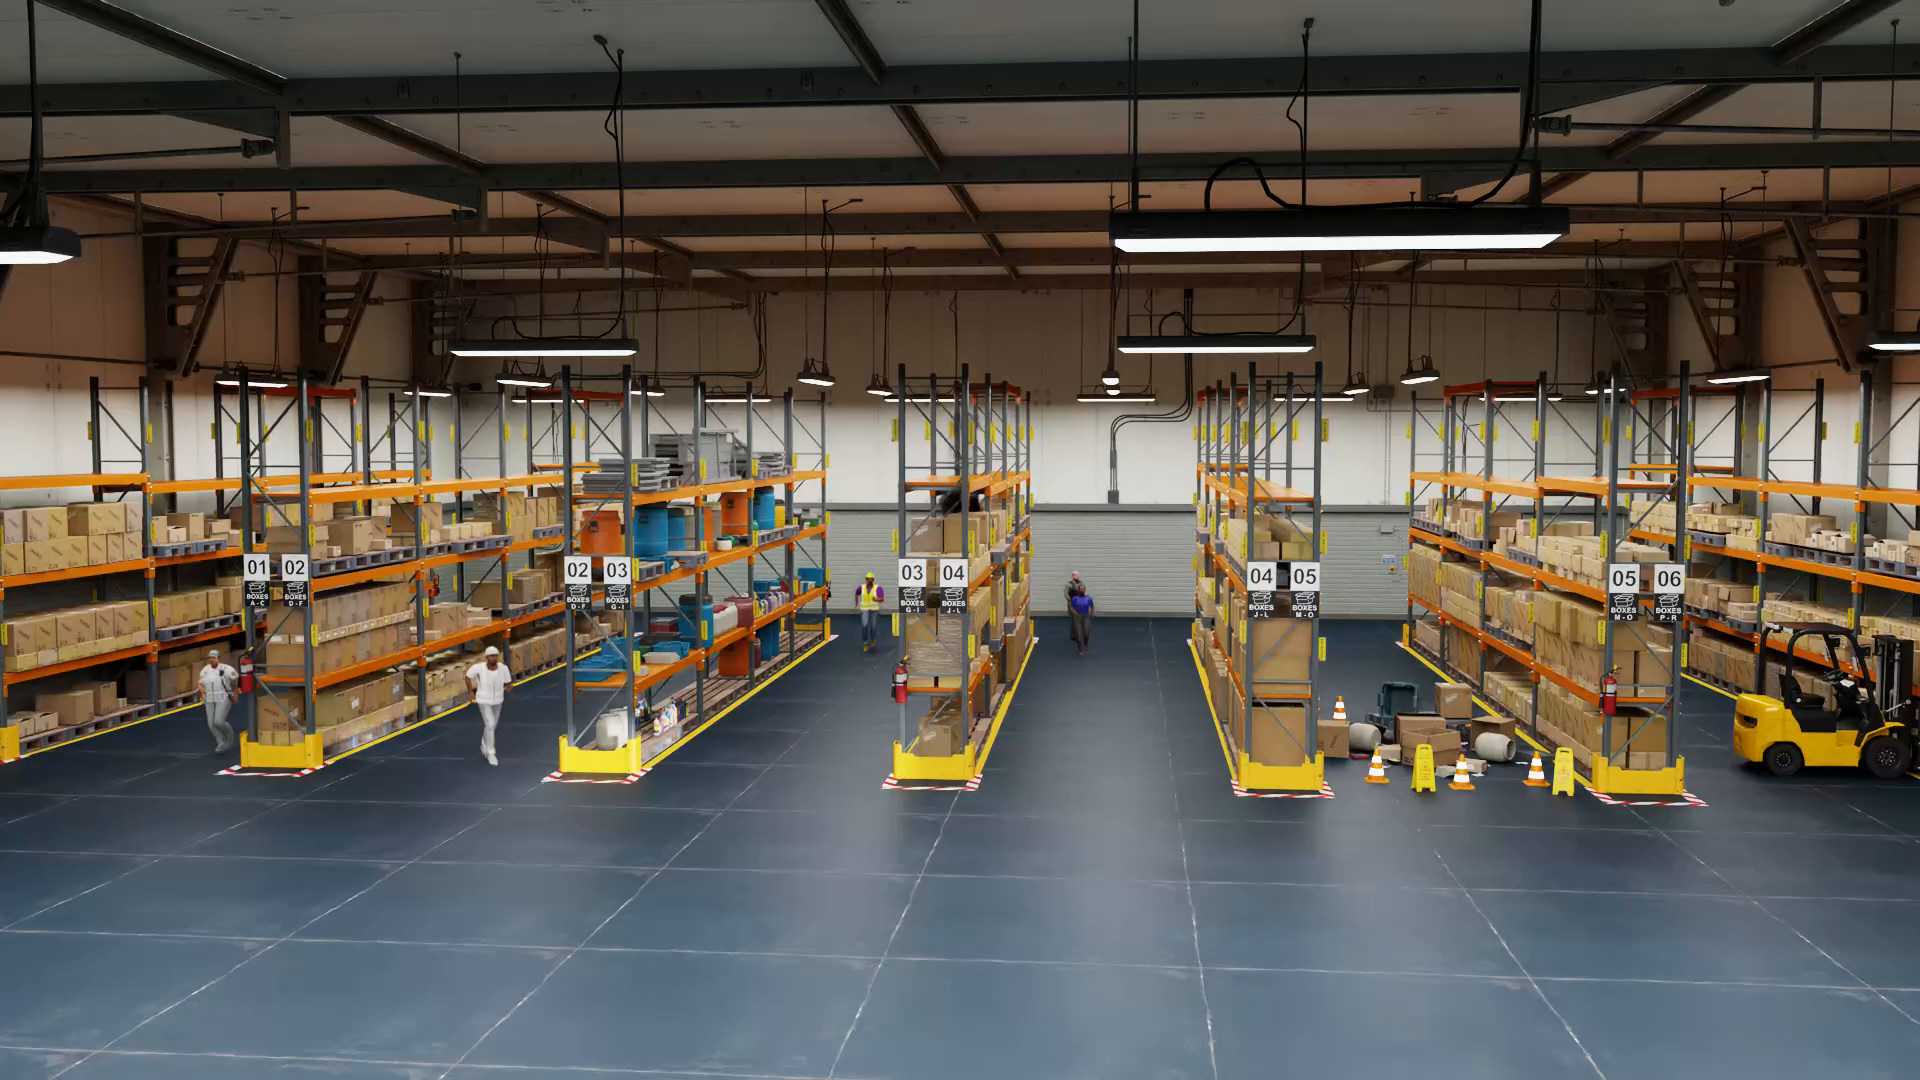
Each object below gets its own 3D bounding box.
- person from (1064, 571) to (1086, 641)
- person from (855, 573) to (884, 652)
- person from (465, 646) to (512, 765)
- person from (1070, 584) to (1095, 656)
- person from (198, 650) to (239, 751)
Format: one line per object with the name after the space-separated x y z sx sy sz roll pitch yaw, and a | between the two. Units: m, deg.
2.840 1.590 40.099 0.683 1.688 0.558 -2 4 -29 | person
-2.085 1.662 38.320 0.675 1.828 0.771 0 4 -3 | person
-7.167 2.512 25.394 0.619 1.814 0.896 -3 5 -42 | person
2.751 1.808 37.312 0.570 1.617 0.554 0 4 1 | person
-11.602 2.519 25.977 0.584 1.620 0.667 0 4 -1 | person
